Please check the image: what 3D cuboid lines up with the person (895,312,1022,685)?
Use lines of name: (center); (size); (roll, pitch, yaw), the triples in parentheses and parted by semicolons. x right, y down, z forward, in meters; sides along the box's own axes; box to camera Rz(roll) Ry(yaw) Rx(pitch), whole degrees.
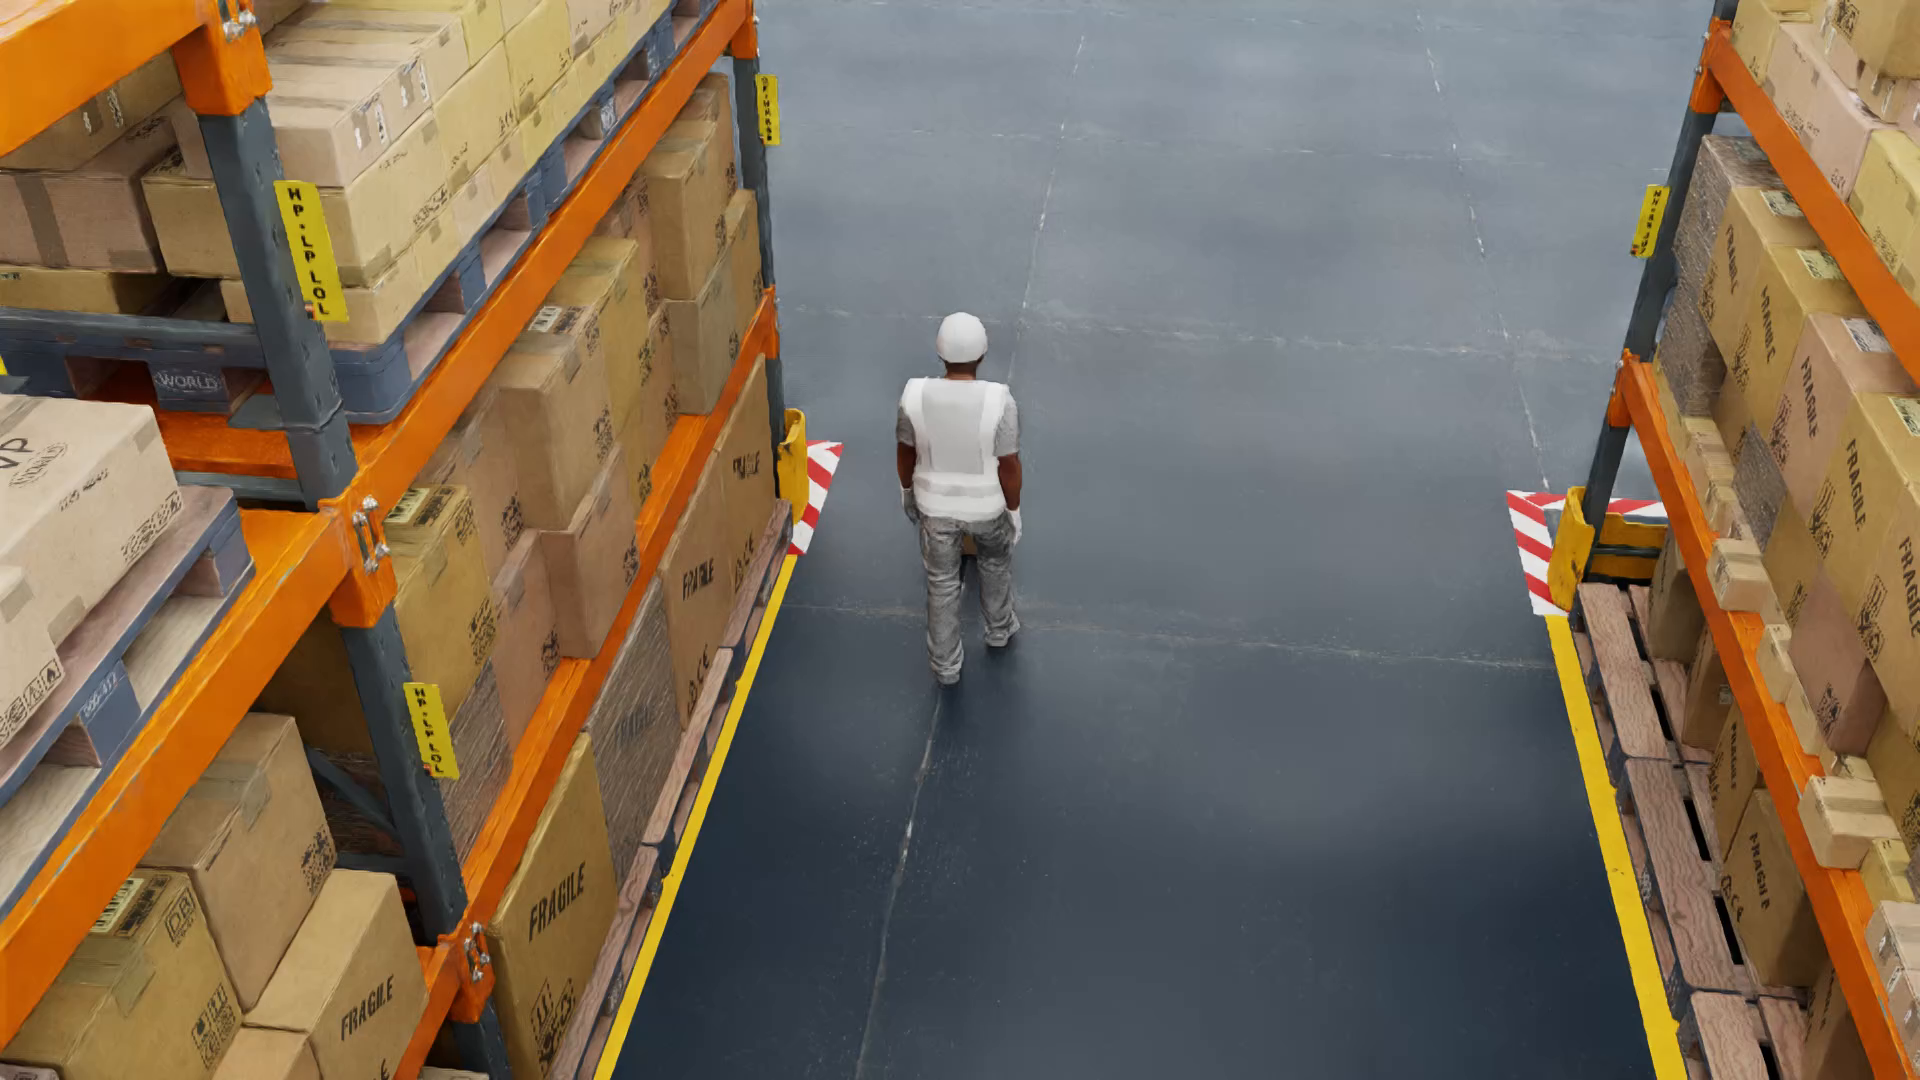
person: (0.009, -0.210, 7.313); (0.560, 1.801, 0.583); (4, 36, 5)
